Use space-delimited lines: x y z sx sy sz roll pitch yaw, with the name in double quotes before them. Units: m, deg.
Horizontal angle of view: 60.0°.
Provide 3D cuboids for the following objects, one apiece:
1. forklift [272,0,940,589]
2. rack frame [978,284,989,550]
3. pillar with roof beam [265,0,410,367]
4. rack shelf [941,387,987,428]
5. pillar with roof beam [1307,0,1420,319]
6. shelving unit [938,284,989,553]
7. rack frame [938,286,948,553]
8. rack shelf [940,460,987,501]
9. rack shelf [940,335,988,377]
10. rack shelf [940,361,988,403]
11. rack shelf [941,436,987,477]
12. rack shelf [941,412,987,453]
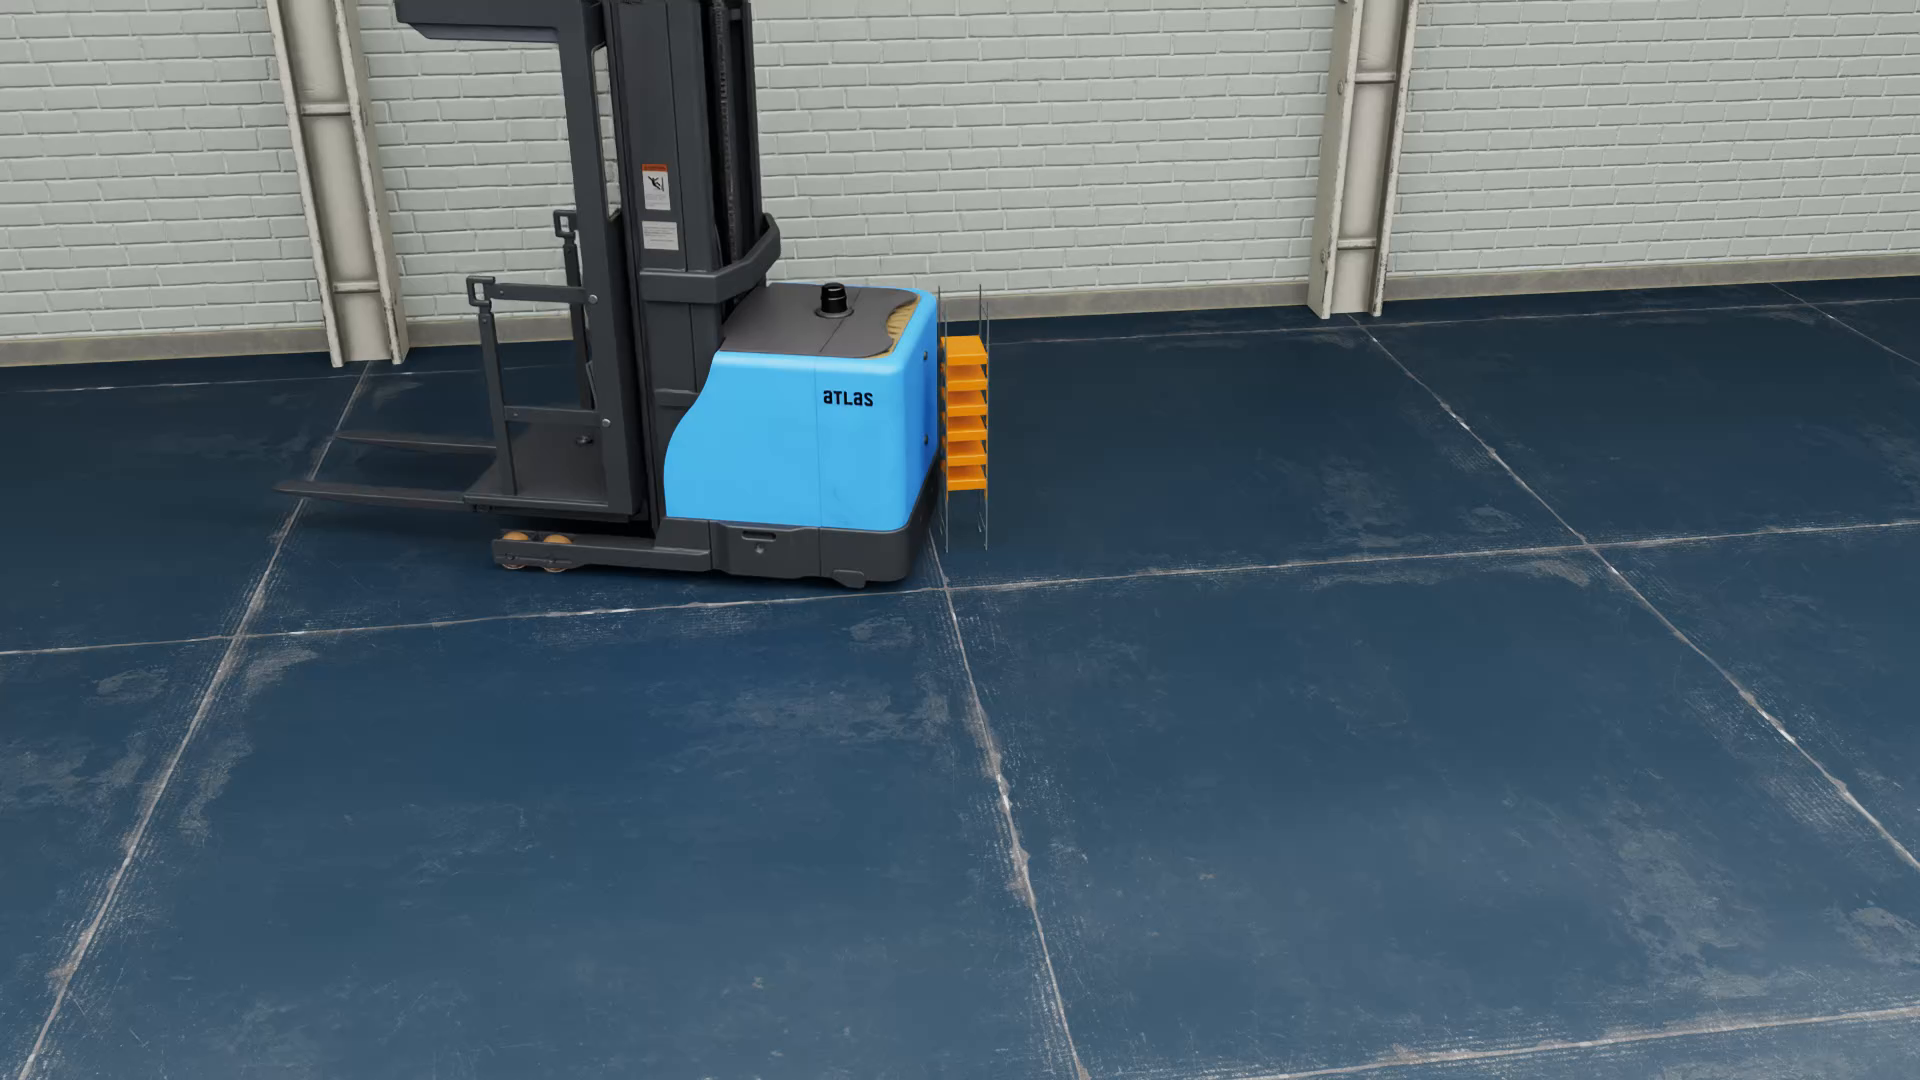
"forklift" -1.653 -1.391 7.251 3.031 2.935 1.130 4 27 8
"rack frame" 0.105 -0.541 7.489 0.006 1.200 0.240 -4 27 -7
"pillar with roof beam" -2.894 -3.150 4.032 0.400 9.000 9.100 -4 27 -7
"rack shelf" 0.014 -0.602 7.443 0.180 0.103 0.258 -4 27 -7
"pillar with roof beam" 3.048 -3.532 4.776 0.400 9.000 9.100 -4 27 -7
"shelving unit" 0.014 -0.535 7.478 0.189 1.200 0.258 -4 27 -7
"rack frame" -0.076 -0.529 7.467 0.006 1.200 0.240 -4 27 -7
"rack shelf" 0.014 -0.282 7.608 0.180 0.103 0.258 -4 27 -7
"rack shelf" 0.014 -0.816 7.334 0.180 0.103 0.258 -4 27 -7
"rack shelf" 0.014 -0.709 7.389 0.180 0.103 0.258 -4 27 -7
"rack shelf" 0.014 -0.388 7.553 0.180 0.103 0.258 -4 27 -7
"rack shelf" 0.014 -0.495 7.498 0.180 0.103 0.258 -4 27 -7
